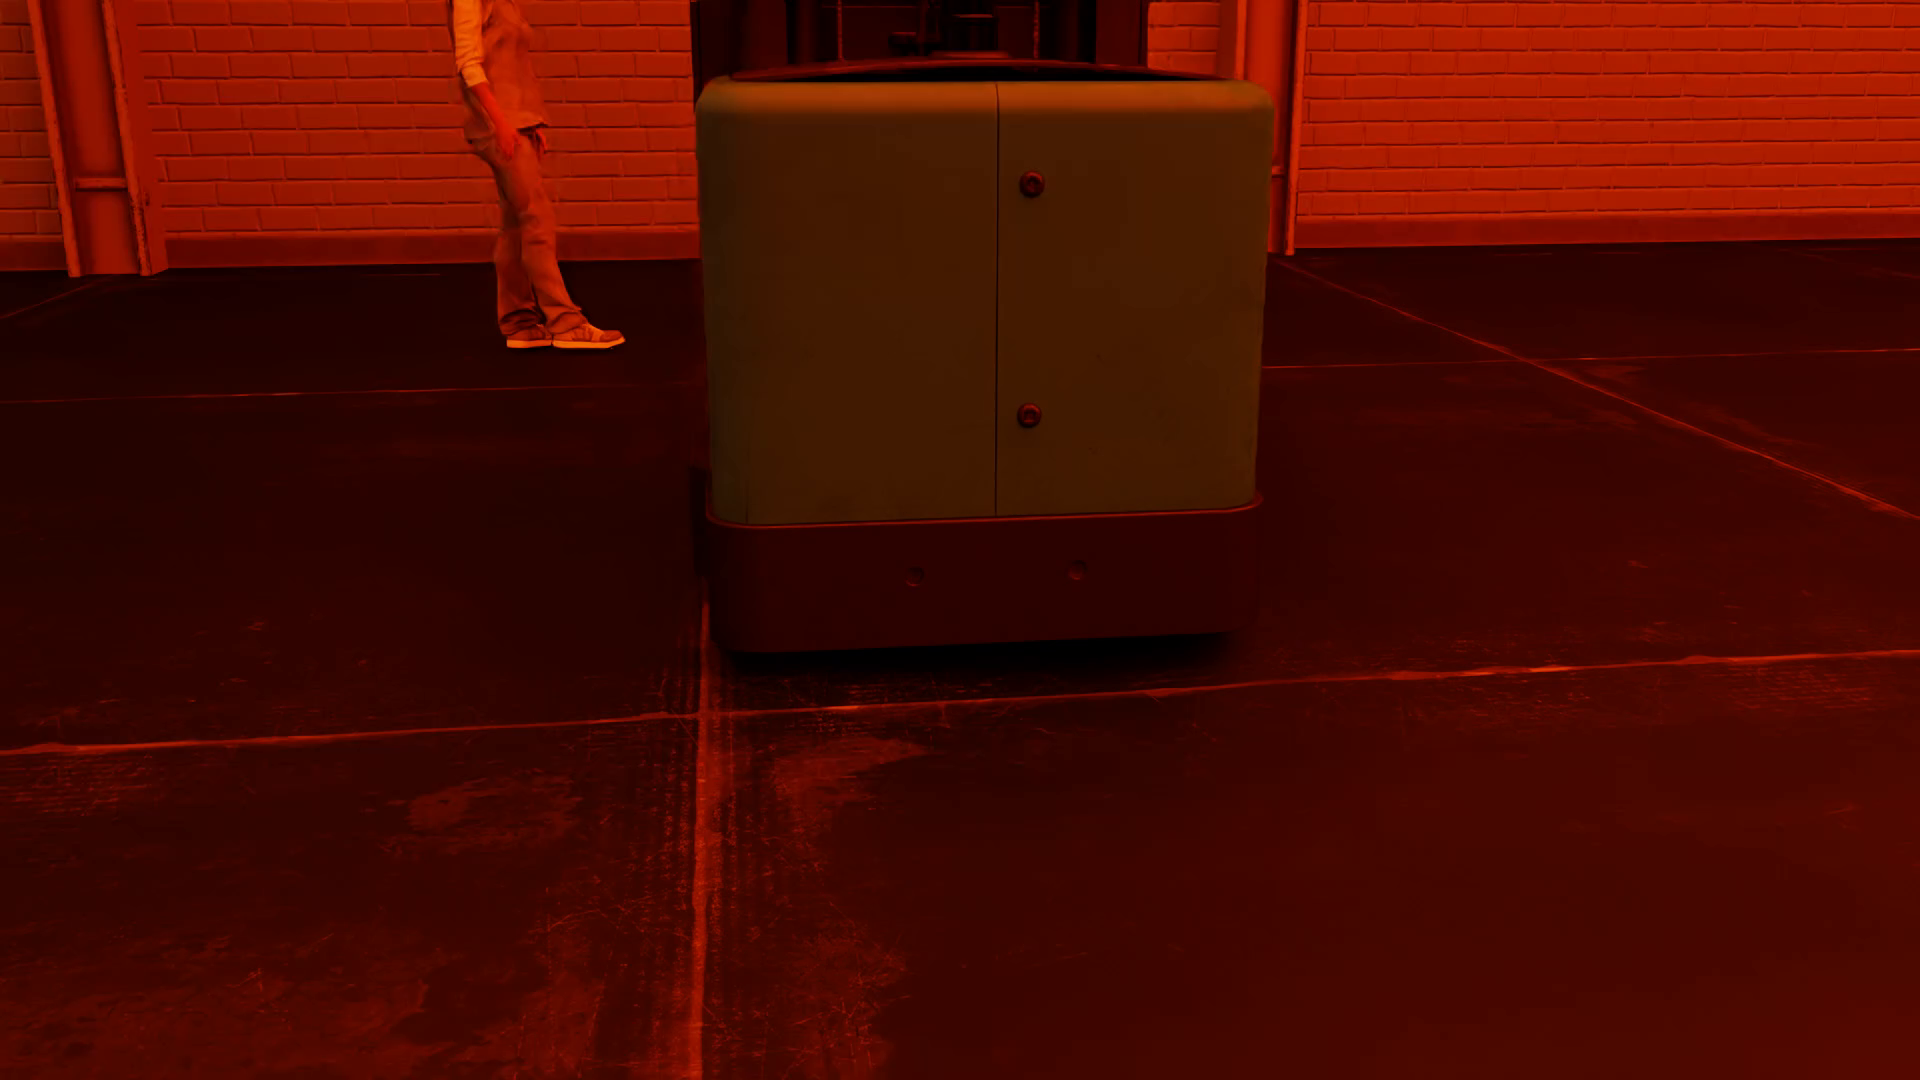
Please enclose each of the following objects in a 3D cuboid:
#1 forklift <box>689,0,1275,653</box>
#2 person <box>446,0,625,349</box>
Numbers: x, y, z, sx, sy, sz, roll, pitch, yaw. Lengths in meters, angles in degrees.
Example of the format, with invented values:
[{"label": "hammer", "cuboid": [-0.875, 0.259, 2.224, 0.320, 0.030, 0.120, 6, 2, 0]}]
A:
[{"label": "forklift", "cuboid": [-0.126, -1.576, 4.116, 1.130, 2.935, 3.031, -2, 17, -7]}, {"label": "person", "cuboid": [-1.558, -1.495, 6.142, 0.552, 1.598, 0.498, 0, 17, 0]}]
